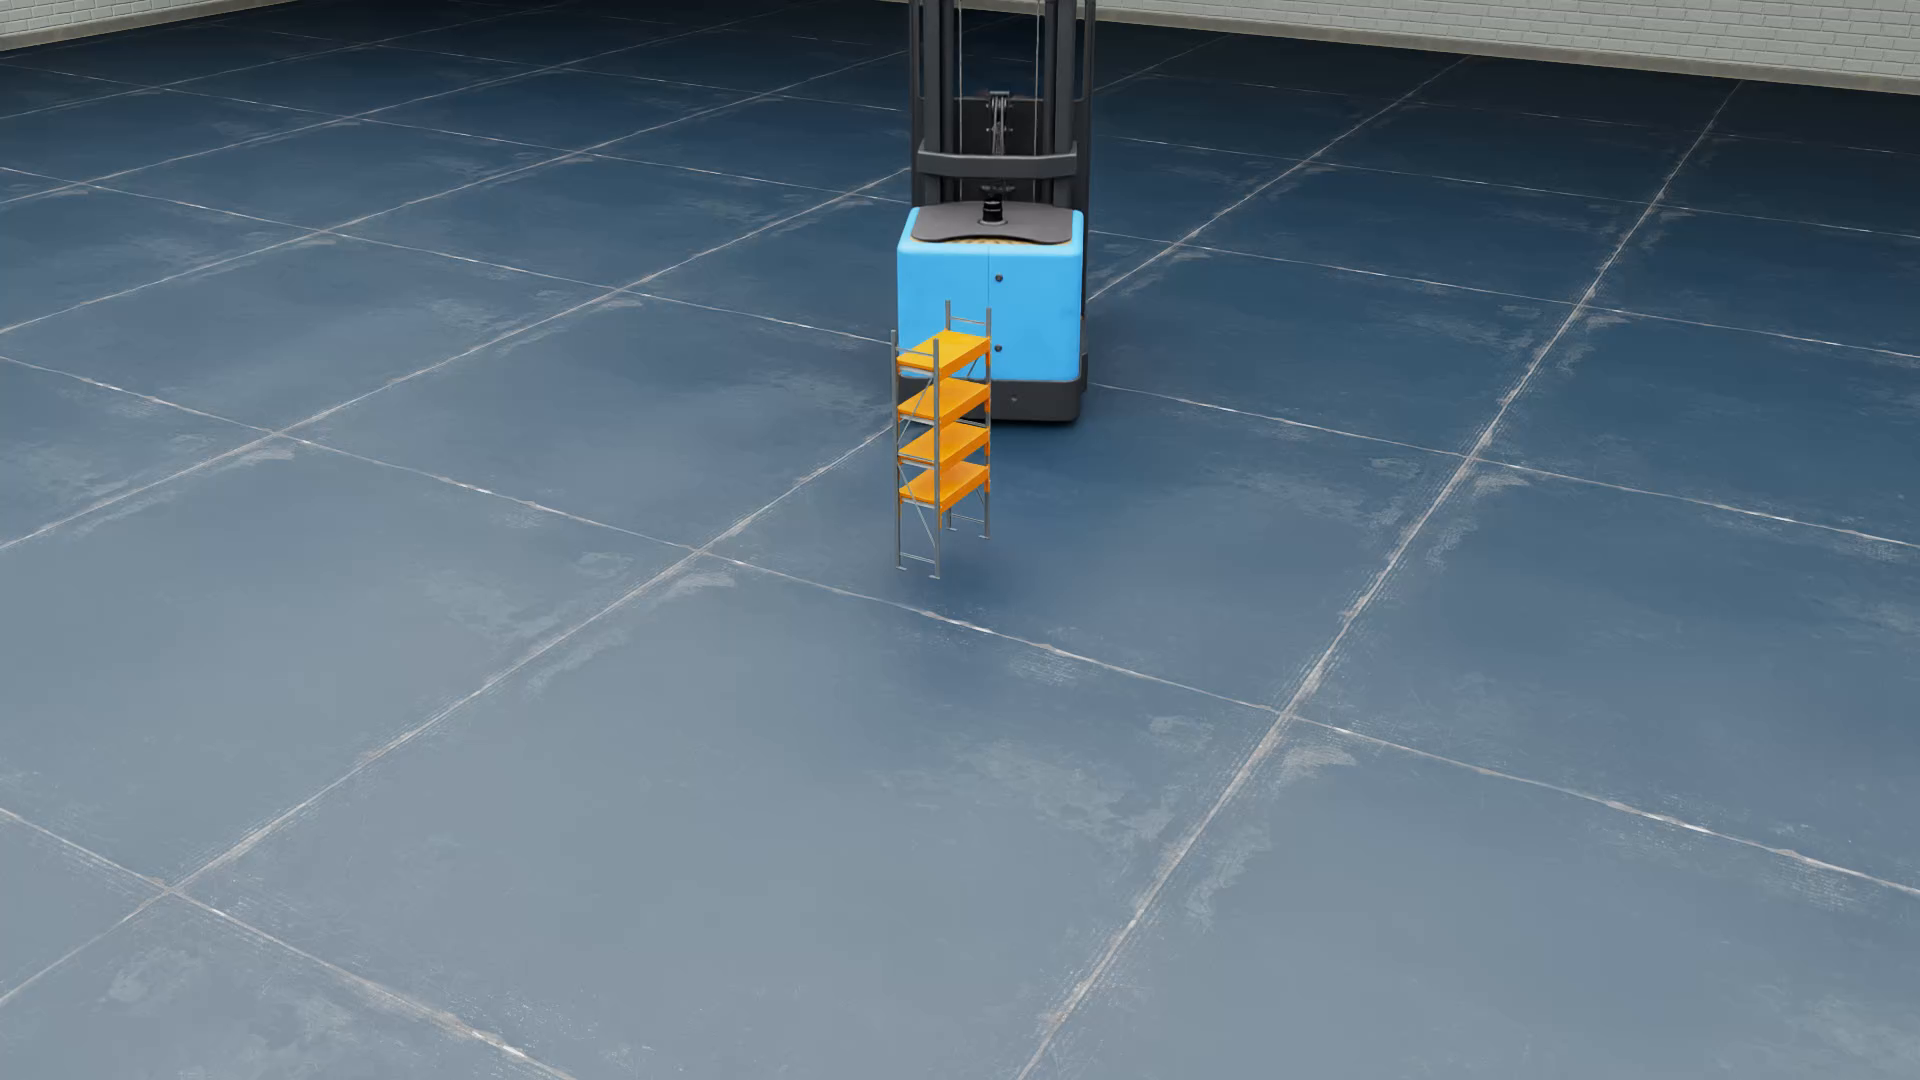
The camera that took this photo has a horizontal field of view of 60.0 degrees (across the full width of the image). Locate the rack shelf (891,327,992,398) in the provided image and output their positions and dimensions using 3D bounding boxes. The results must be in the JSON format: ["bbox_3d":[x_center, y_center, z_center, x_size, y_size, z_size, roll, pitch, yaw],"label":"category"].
[{"bbox_3d":[-0.081,-0.823,7.677,0.258,0.148,0.480,14,30,26],"label":"rack shelf"}]

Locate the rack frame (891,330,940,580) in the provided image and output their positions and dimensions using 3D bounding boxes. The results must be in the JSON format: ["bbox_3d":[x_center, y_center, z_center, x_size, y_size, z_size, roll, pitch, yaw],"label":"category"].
[{"bbox_3d":[-0.201,-0.377,7.663,0.240,1.200,0.015,14,30,26],"label":"rack frame"}]

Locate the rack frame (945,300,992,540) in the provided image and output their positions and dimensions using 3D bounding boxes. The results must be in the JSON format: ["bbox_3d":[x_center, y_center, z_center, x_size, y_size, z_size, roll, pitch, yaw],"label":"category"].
[{"bbox_3d":[0.039,-0.567,8.043,0.240,1.200,0.015,14,30,26],"label":"rack frame"}]

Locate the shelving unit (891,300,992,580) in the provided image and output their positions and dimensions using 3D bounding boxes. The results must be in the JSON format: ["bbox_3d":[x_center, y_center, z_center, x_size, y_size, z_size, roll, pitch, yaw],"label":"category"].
[{"bbox_3d":[-0.081,-0.472,7.853,0.258,1.200,0.503,14,30,26],"label":"shelving unit"}]

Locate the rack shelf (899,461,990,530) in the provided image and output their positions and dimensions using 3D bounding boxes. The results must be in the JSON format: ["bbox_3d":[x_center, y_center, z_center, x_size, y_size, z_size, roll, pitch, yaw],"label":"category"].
[{"bbox_3d":[-0.081,-0.234,7.972,0.258,0.148,0.480,14,30,26],"label":"rack shelf"}]

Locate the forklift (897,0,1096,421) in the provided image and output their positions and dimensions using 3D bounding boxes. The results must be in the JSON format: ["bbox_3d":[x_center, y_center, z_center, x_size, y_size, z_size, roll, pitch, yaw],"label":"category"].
[{"bbox_3d":[0.264,-2.610,10.189,1.130,2.935,3.031,2,27,4],"label":"forklift"}]

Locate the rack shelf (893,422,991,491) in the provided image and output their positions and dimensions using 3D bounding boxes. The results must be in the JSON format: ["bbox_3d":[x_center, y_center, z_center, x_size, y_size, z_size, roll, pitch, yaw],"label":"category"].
[{"bbox_3d":[-0.081,-0.412,7.883,0.258,0.148,0.480,14,30,26],"label":"rack shelf"}]

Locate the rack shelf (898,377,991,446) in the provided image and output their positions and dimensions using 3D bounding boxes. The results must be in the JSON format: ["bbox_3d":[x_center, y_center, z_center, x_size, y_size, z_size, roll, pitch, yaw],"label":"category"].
[{"bbox_3d":[-0.081,-0.612,7.783,0.258,0.148,0.480,14,30,26],"label":"rack shelf"}]
